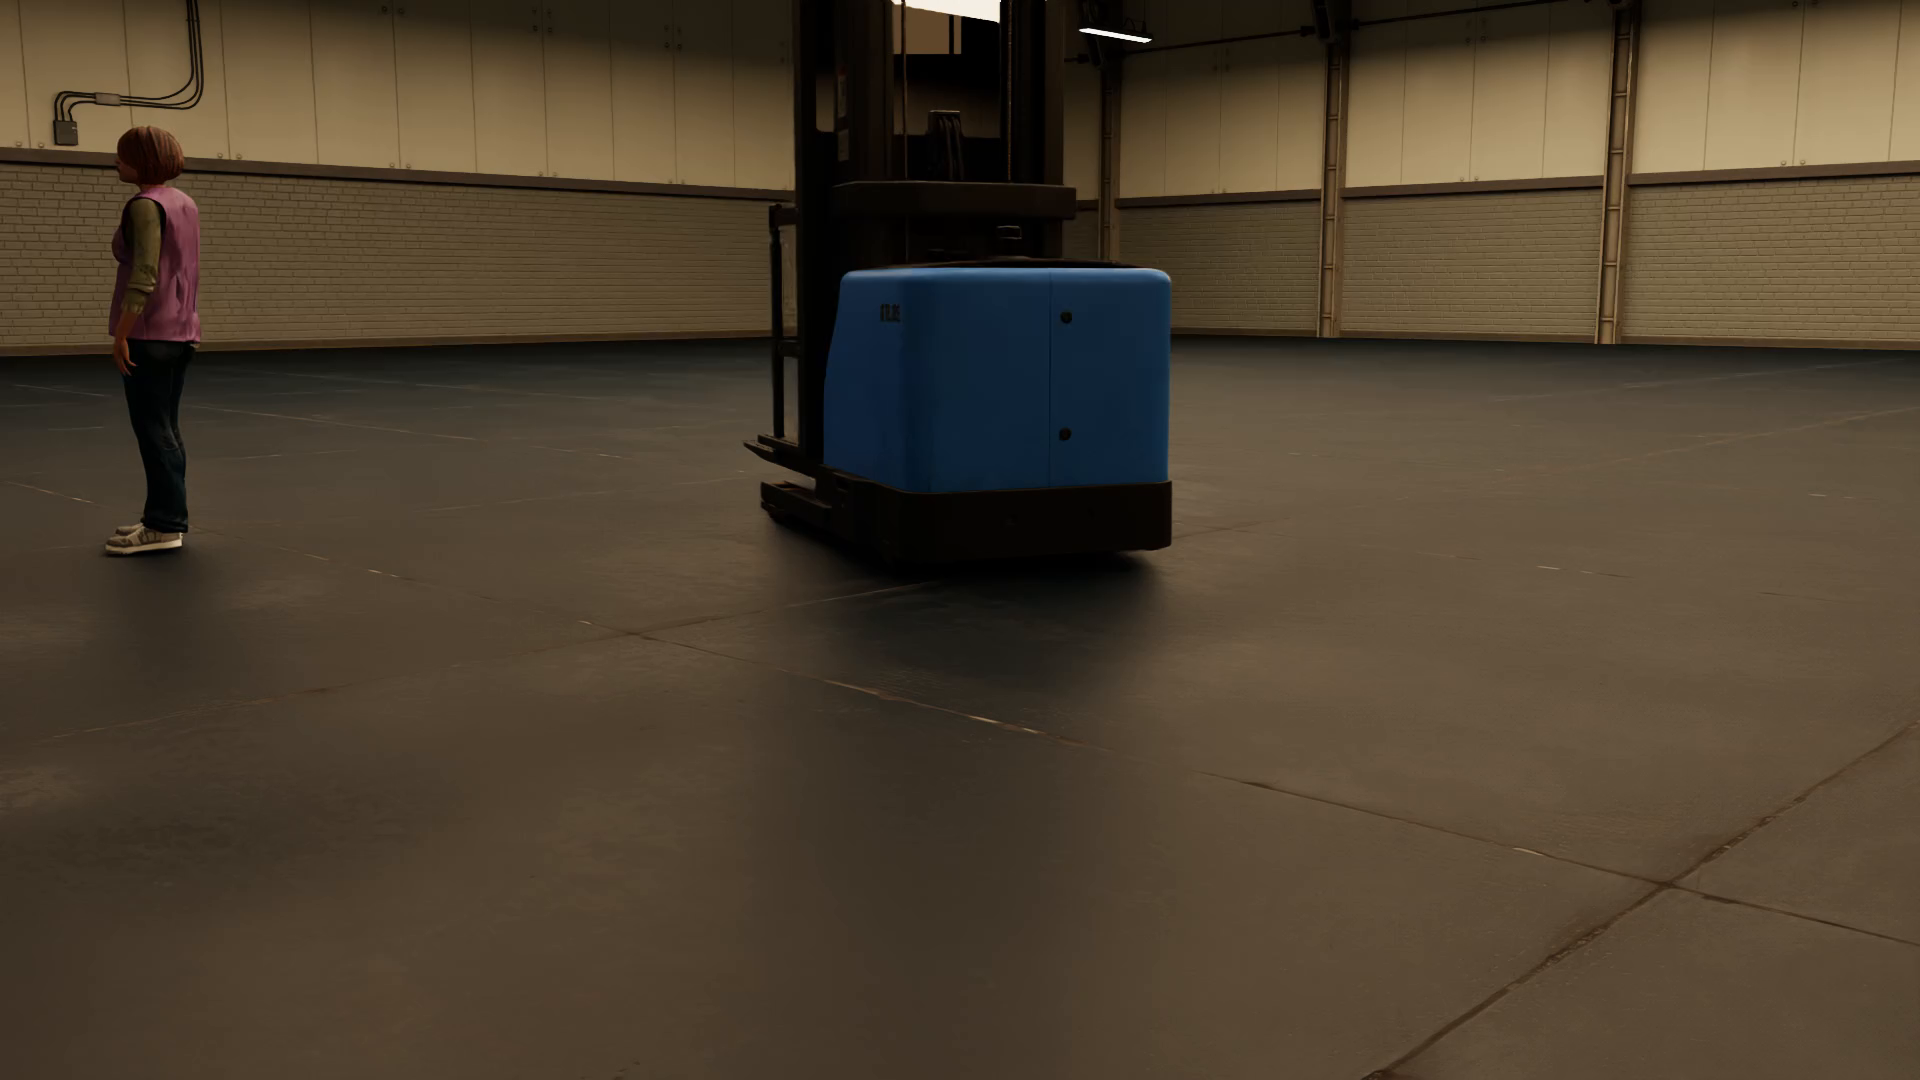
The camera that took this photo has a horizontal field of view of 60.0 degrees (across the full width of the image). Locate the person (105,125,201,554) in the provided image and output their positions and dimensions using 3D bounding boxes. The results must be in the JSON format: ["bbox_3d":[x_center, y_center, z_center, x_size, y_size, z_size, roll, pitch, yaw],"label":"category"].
[{"bbox_3d":[-3.124,-0.750,6.315,0.458,1.604,0.506,-1,9,-4],"label":"person"}]

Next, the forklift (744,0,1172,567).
[{"bbox_3d":[-0.236,-1.534,7.060,1.130,2.935,3.031,-3,9,-21],"label":"forklift"}]
